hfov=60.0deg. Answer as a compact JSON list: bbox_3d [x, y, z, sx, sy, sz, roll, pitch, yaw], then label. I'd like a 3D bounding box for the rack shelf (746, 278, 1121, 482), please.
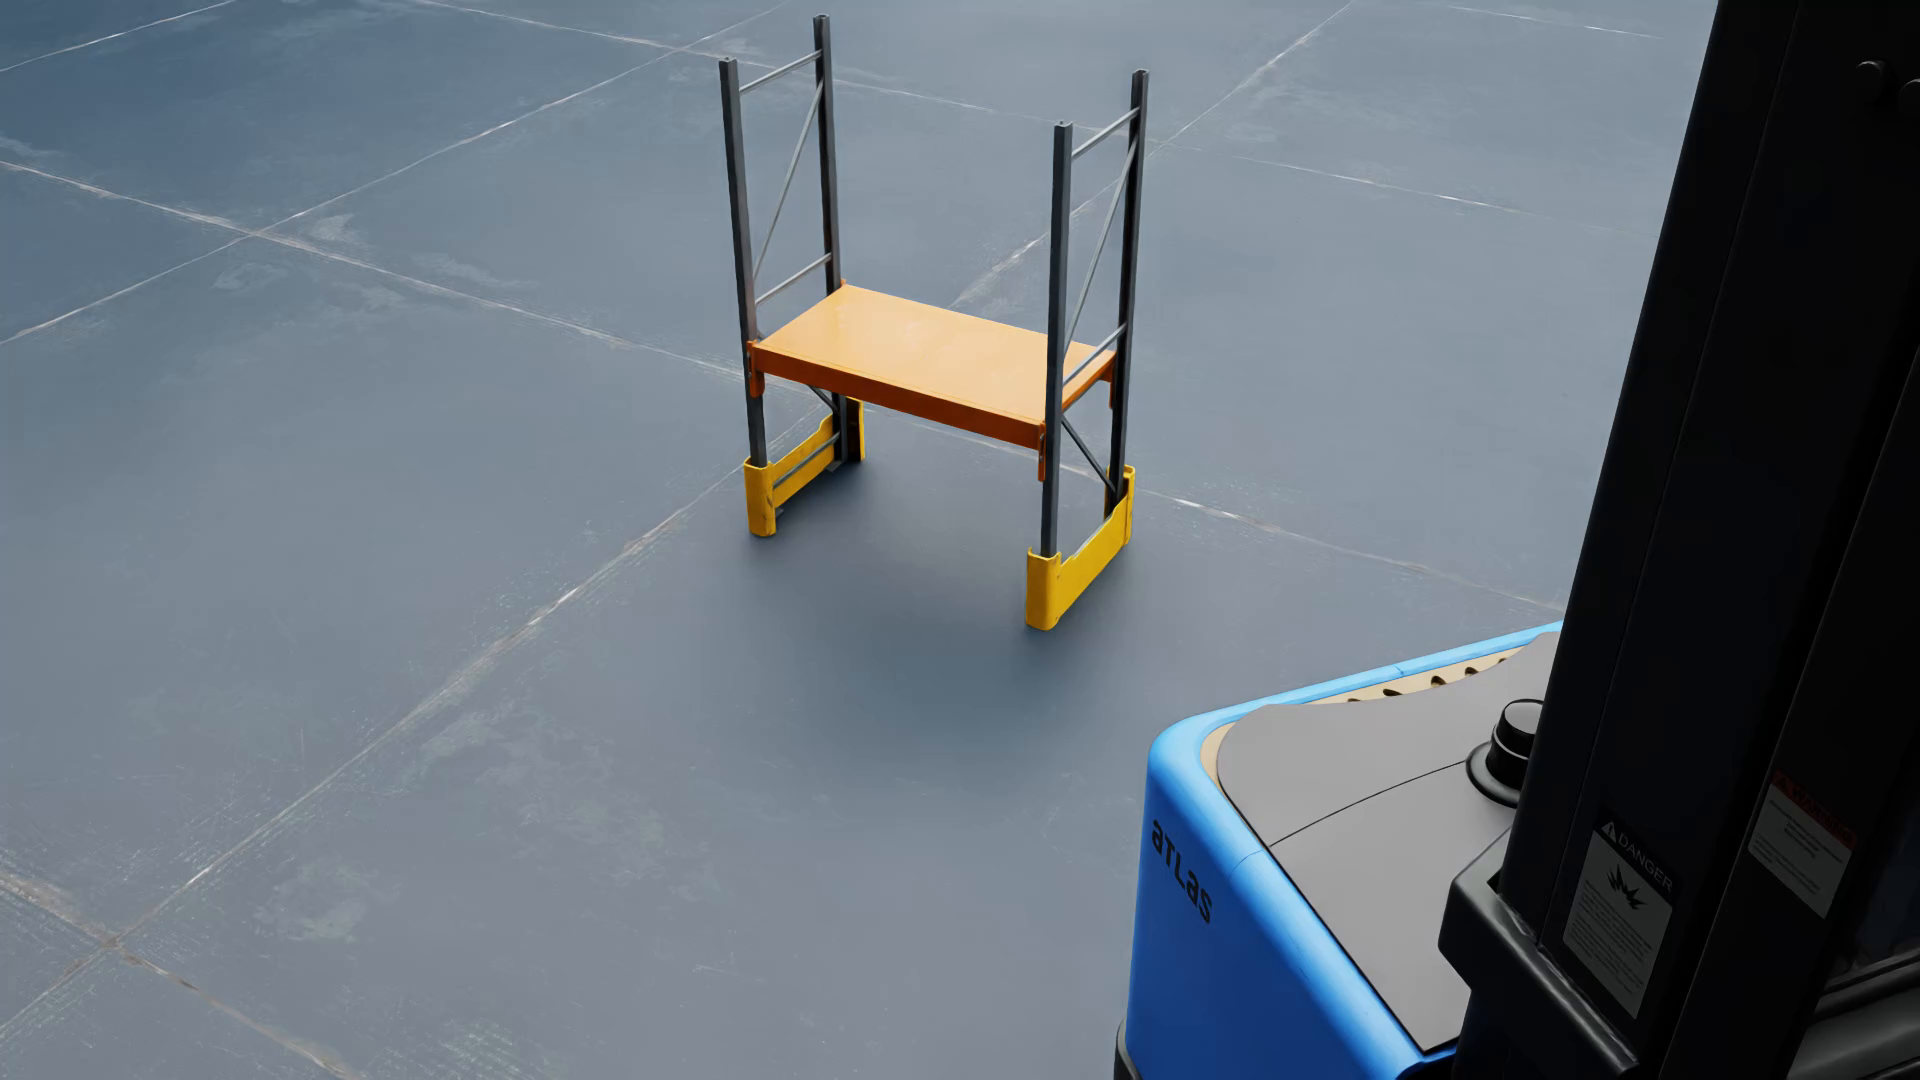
[{"bbox_3d":[-0.074,-0.498,4.969,1.000,0.185,0.538,18,37,24],"label":"rack shelf"}]

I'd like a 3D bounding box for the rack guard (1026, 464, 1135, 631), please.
[{"bbox_3d":[0.366,0.012,5.007,0.087,0.250,0.587,18,37,24],"label":"rack guard"}]

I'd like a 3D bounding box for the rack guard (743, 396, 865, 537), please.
[{"bbox_3d":[-0.499,-0.262,5.418,0.087,0.250,0.587,18,37,24],"label":"rack guard"}]

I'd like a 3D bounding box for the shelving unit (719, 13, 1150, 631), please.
[{"bbox_3d":[-0.066,-0.645,4.866,1.083,1.500,0.587,18,37,24],"label":"shelving unit"}]

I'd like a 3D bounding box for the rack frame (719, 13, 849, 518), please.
[{"bbox_3d":[-0.515,-0.788,5.079,0.032,1.500,0.500,18,37,24],"label":"rack frame"}]

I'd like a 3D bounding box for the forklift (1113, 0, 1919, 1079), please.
[{"bbox_3d":[1.307,0.657,1.619,1.130,2.935,3.031,-12,36,-17],"label":"forklift"}]

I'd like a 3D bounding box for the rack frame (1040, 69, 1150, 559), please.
[{"bbox_3d":[0.367,-0.508,4.660,0.032,1.500,0.500,18,37,24],"label":"rack frame"}]
